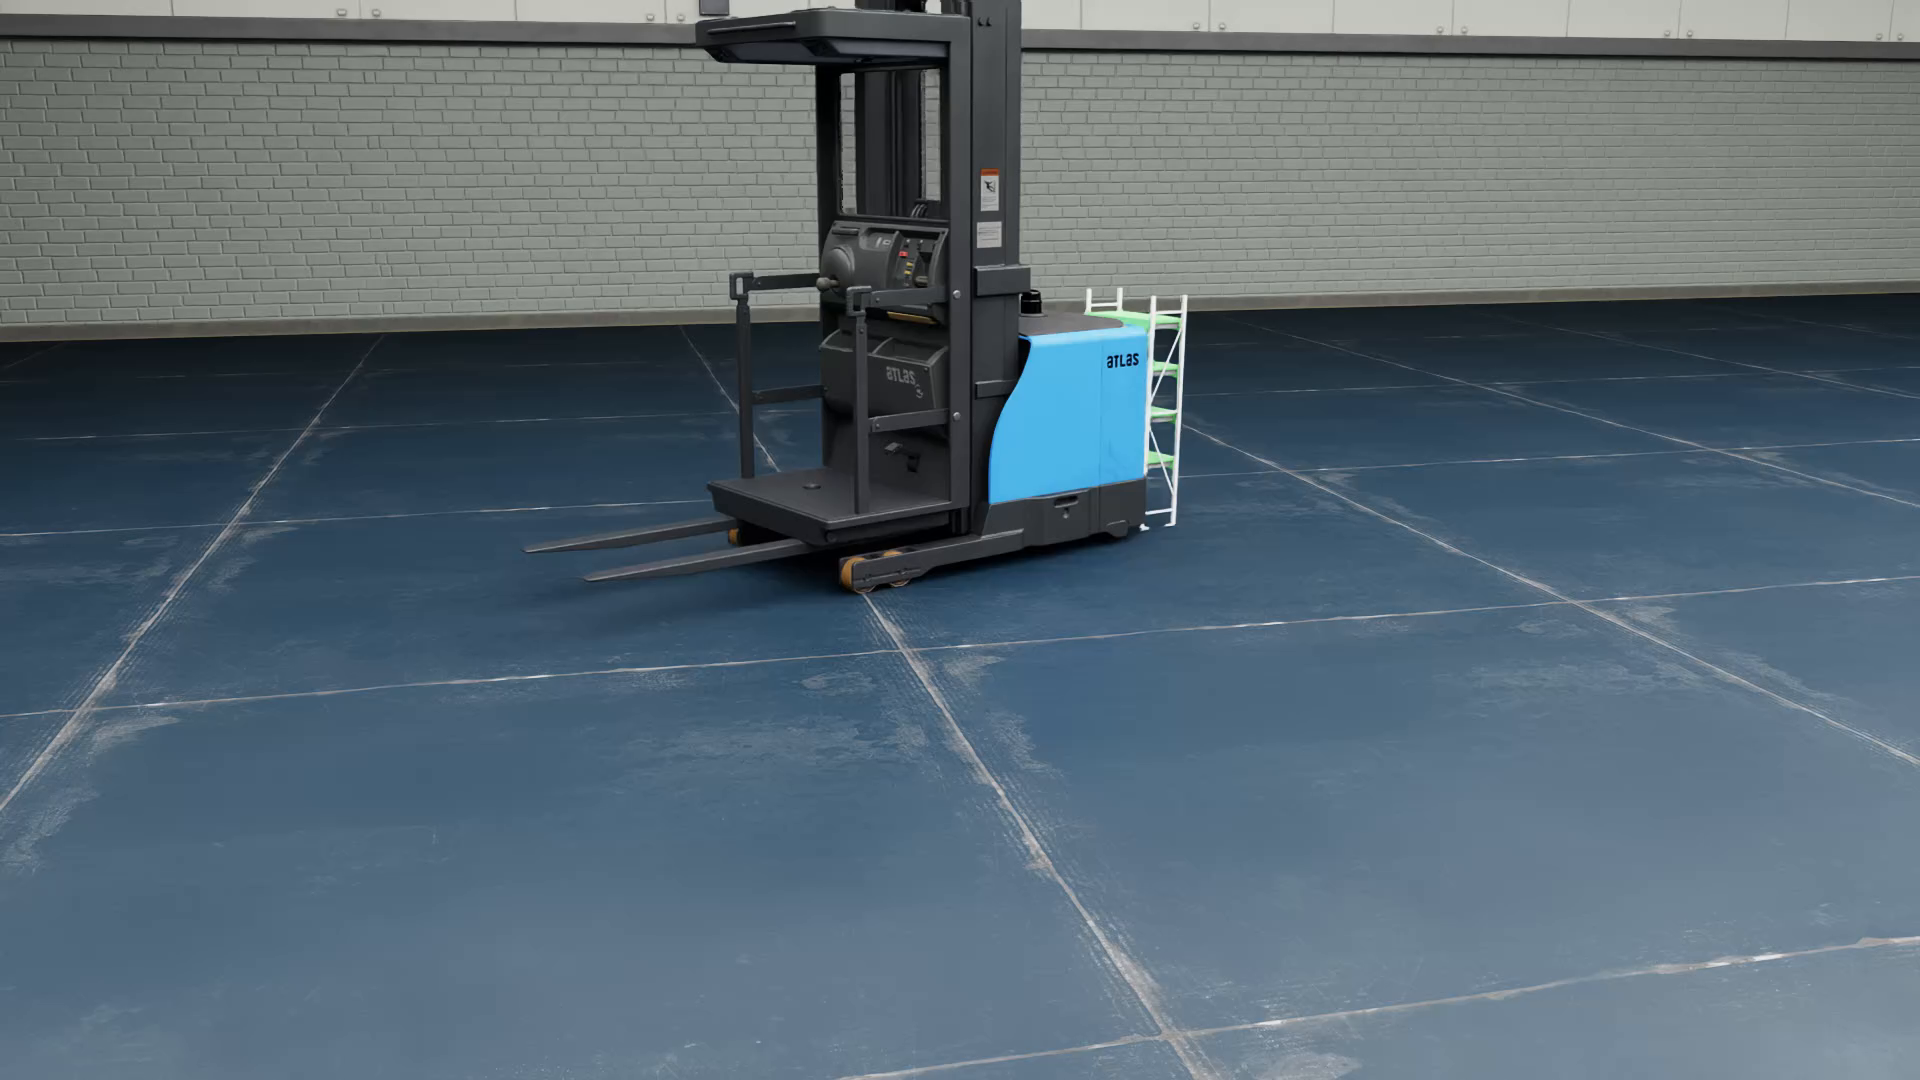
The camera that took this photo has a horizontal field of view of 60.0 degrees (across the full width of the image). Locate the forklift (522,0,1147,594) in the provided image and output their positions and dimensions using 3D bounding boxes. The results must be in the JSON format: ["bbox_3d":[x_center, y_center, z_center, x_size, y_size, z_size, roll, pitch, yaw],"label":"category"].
[{"bbox_3d":[-0.529,-1.323,7.666,3.031,2.935,1.130,-10,17,-36],"label":"forklift"}]

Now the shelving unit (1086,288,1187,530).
[{"bbox_3d":[0.899,-0.699,8.743,0.258,1.200,0.503,-8,16,-36],"label":"shelving unit"}]

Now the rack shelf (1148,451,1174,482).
[{"bbox_3d":[0.892,-0.403,8.810,0.258,0.148,0.480,-8,16,-36],"label":"rack shelf"}]

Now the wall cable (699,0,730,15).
[{"bbox_3d":[-1.572,-8.419,16.761,2.305,6.003,0.169,-3,14,-13],"label":"wall cable"}]

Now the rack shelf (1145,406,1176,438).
[{"bbox_3d":[0.897,-0.637,8.757,0.258,0.148,0.480,-8,16,-36],"label":"rack shelf"}]

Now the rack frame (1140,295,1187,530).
[{"bbox_3d":[1.046,-0.653,8.554,0.240,1.200,0.015,-8,16,-36],"label":"rack frame"}]

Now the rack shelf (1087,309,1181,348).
[{"bbox_3d":[0.909,-1.105,8.651,0.258,0.148,0.480,-8,16,-36],"label":"rack shelf"}]

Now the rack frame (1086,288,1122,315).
[{"bbox_3d":[0.752,-0.745,8.932,0.240,1.200,0.015,-8,16,-36],"label":"rack frame"}]

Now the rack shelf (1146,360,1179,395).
[{"bbox_3d":[0.903,-0.871,8.704,0.258,0.148,0.480,-8,16,-36],"label":"rack shelf"}]
